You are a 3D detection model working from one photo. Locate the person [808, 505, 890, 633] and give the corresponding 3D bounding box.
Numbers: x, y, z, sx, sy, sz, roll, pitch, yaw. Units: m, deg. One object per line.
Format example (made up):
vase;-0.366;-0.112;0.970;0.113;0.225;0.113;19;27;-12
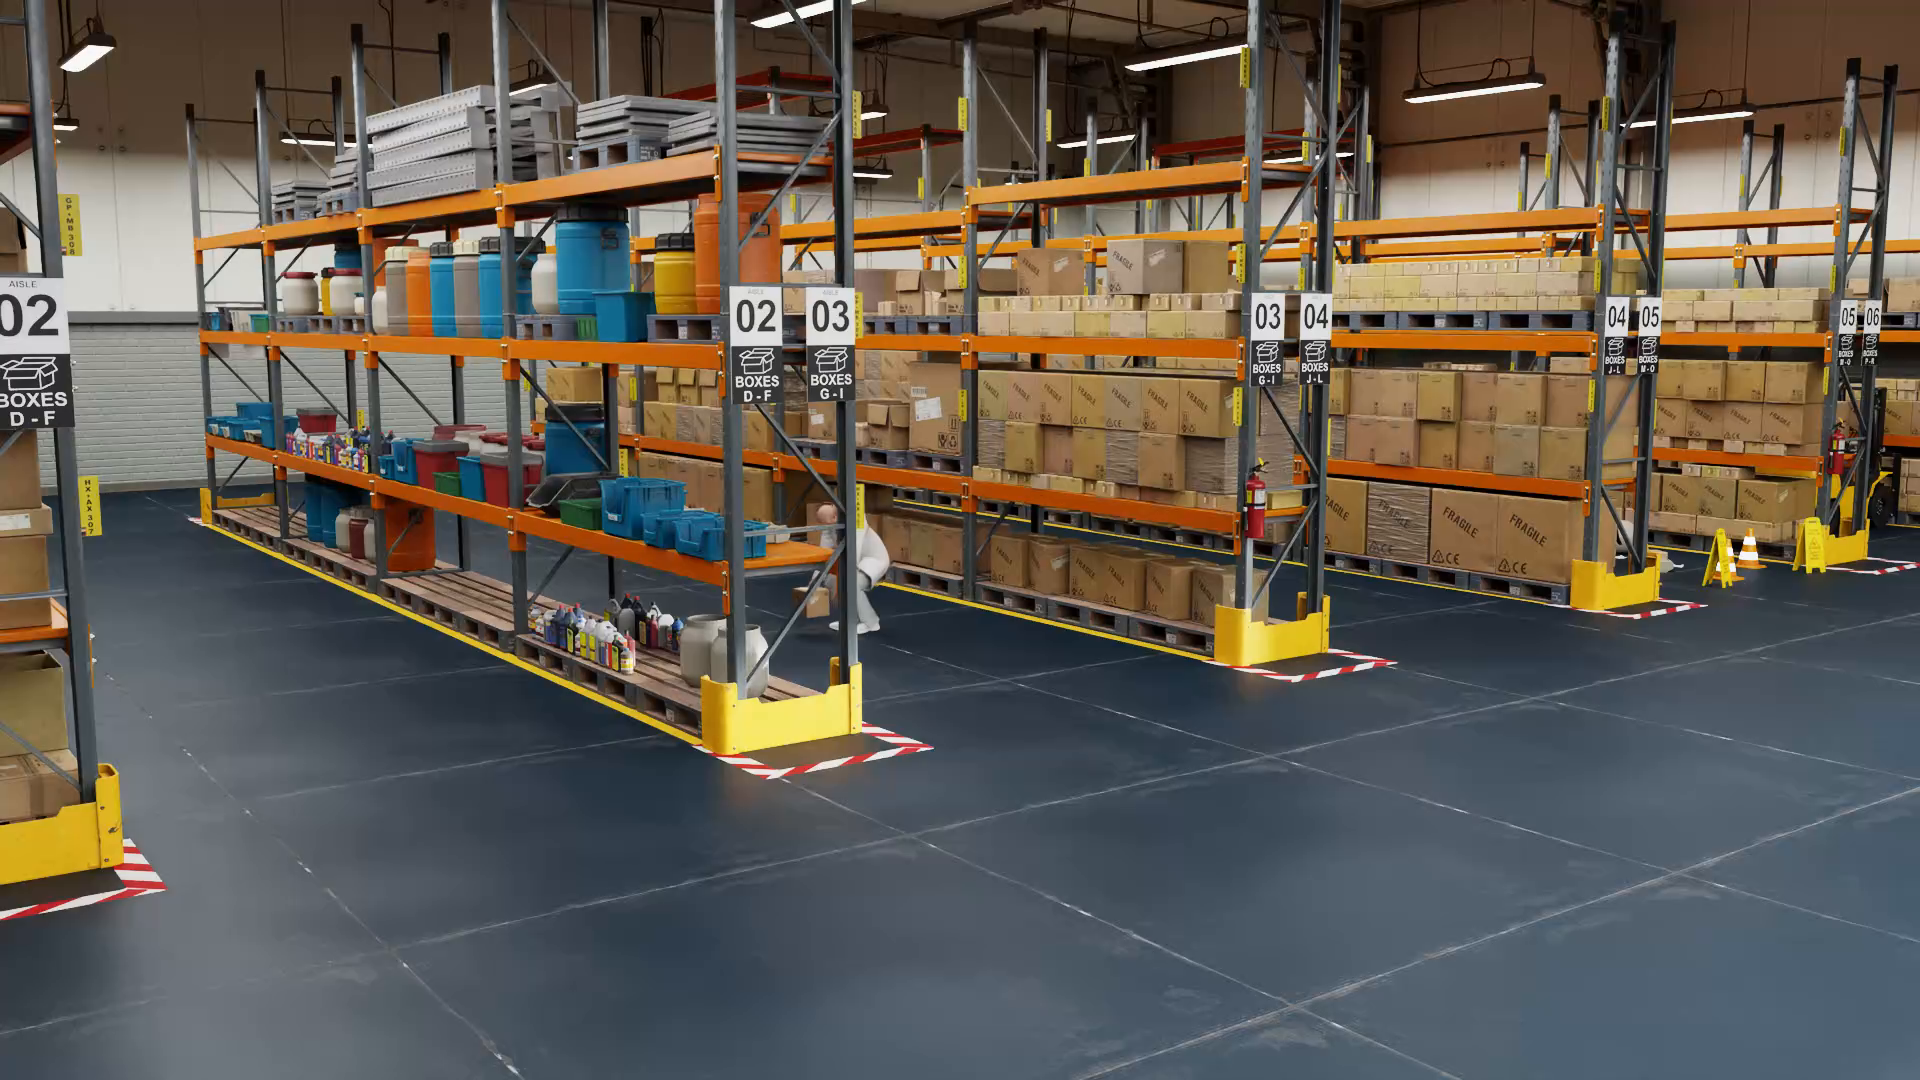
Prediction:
person;-1.028;0.267;15.914;0.795;1.235;0.629;-6;9;-36
